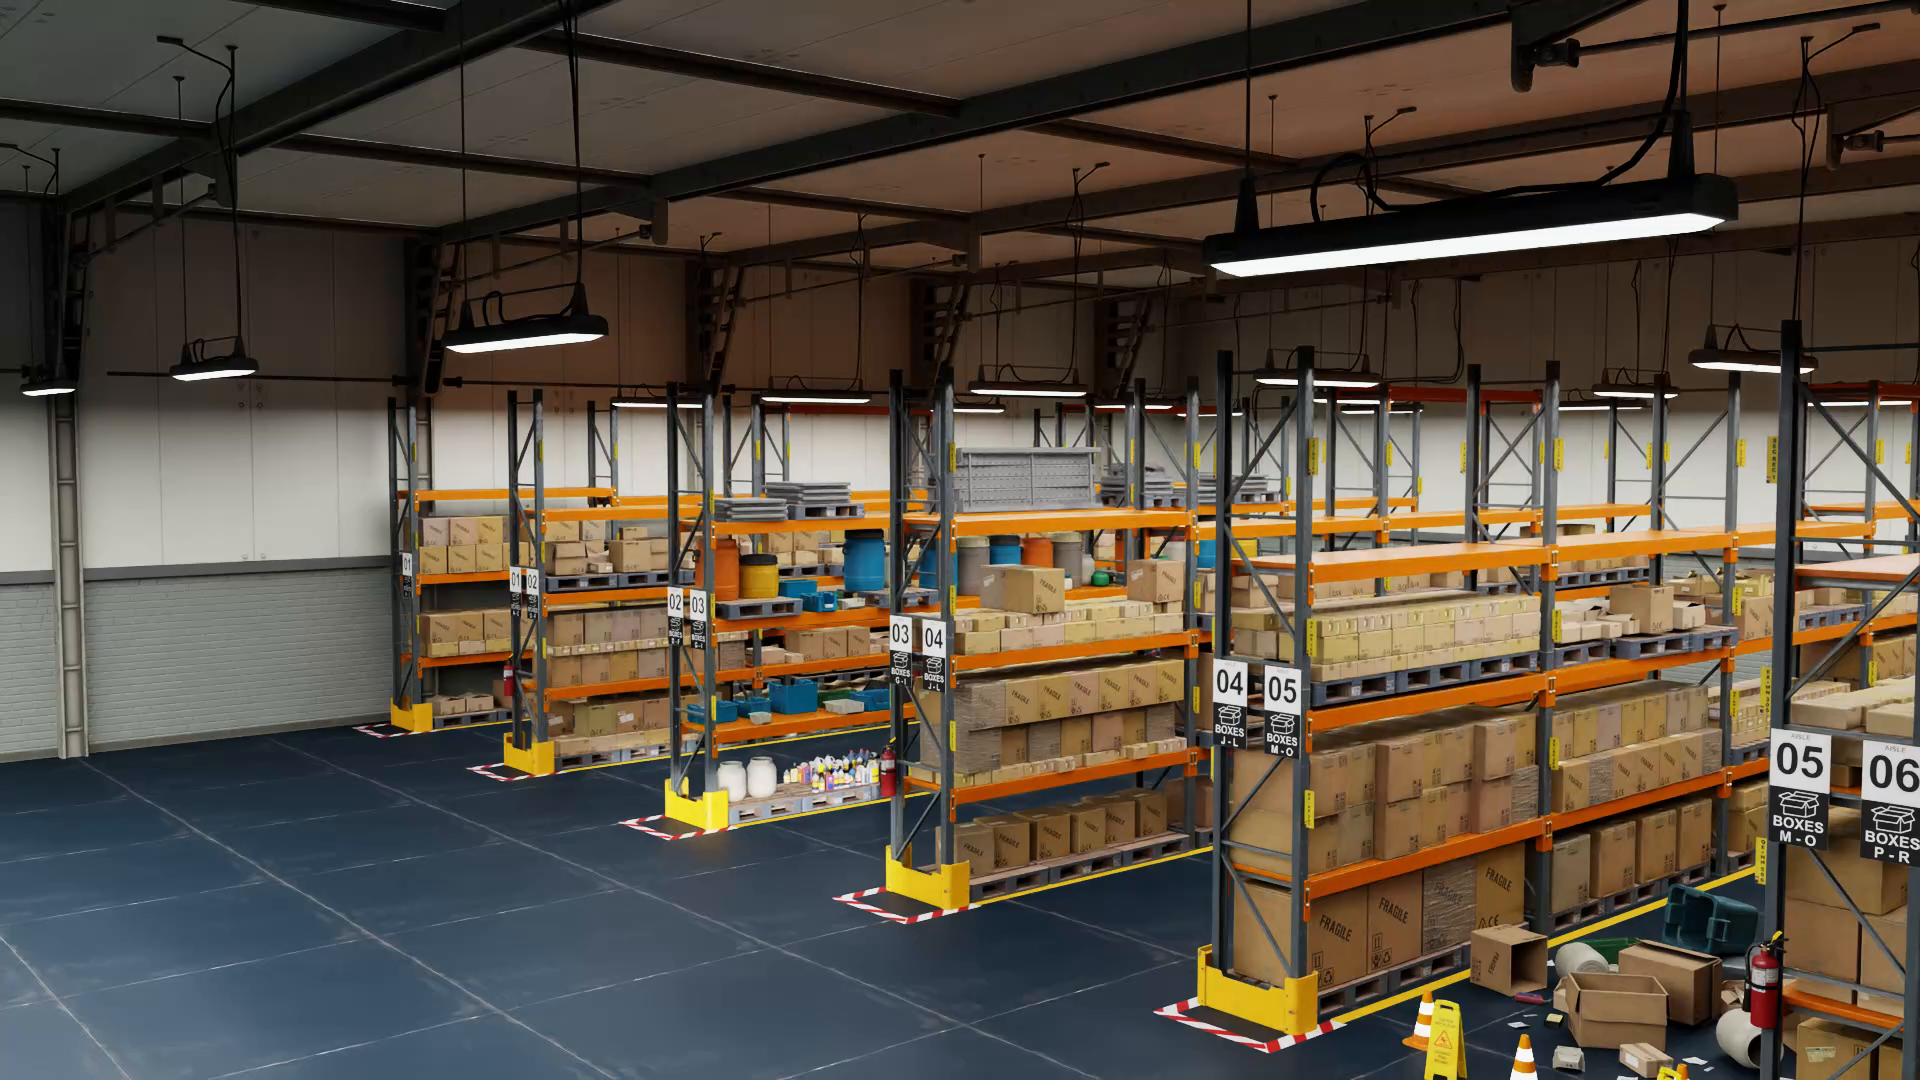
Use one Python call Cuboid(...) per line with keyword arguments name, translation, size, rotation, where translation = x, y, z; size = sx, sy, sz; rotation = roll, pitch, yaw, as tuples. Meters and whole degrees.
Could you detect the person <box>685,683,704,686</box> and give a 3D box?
Cuboid(name="person", translation=(-5.092, 2.504, 31.449), size=(0.540, 1.604, 0.960), rotation=(1, 4, 20))
